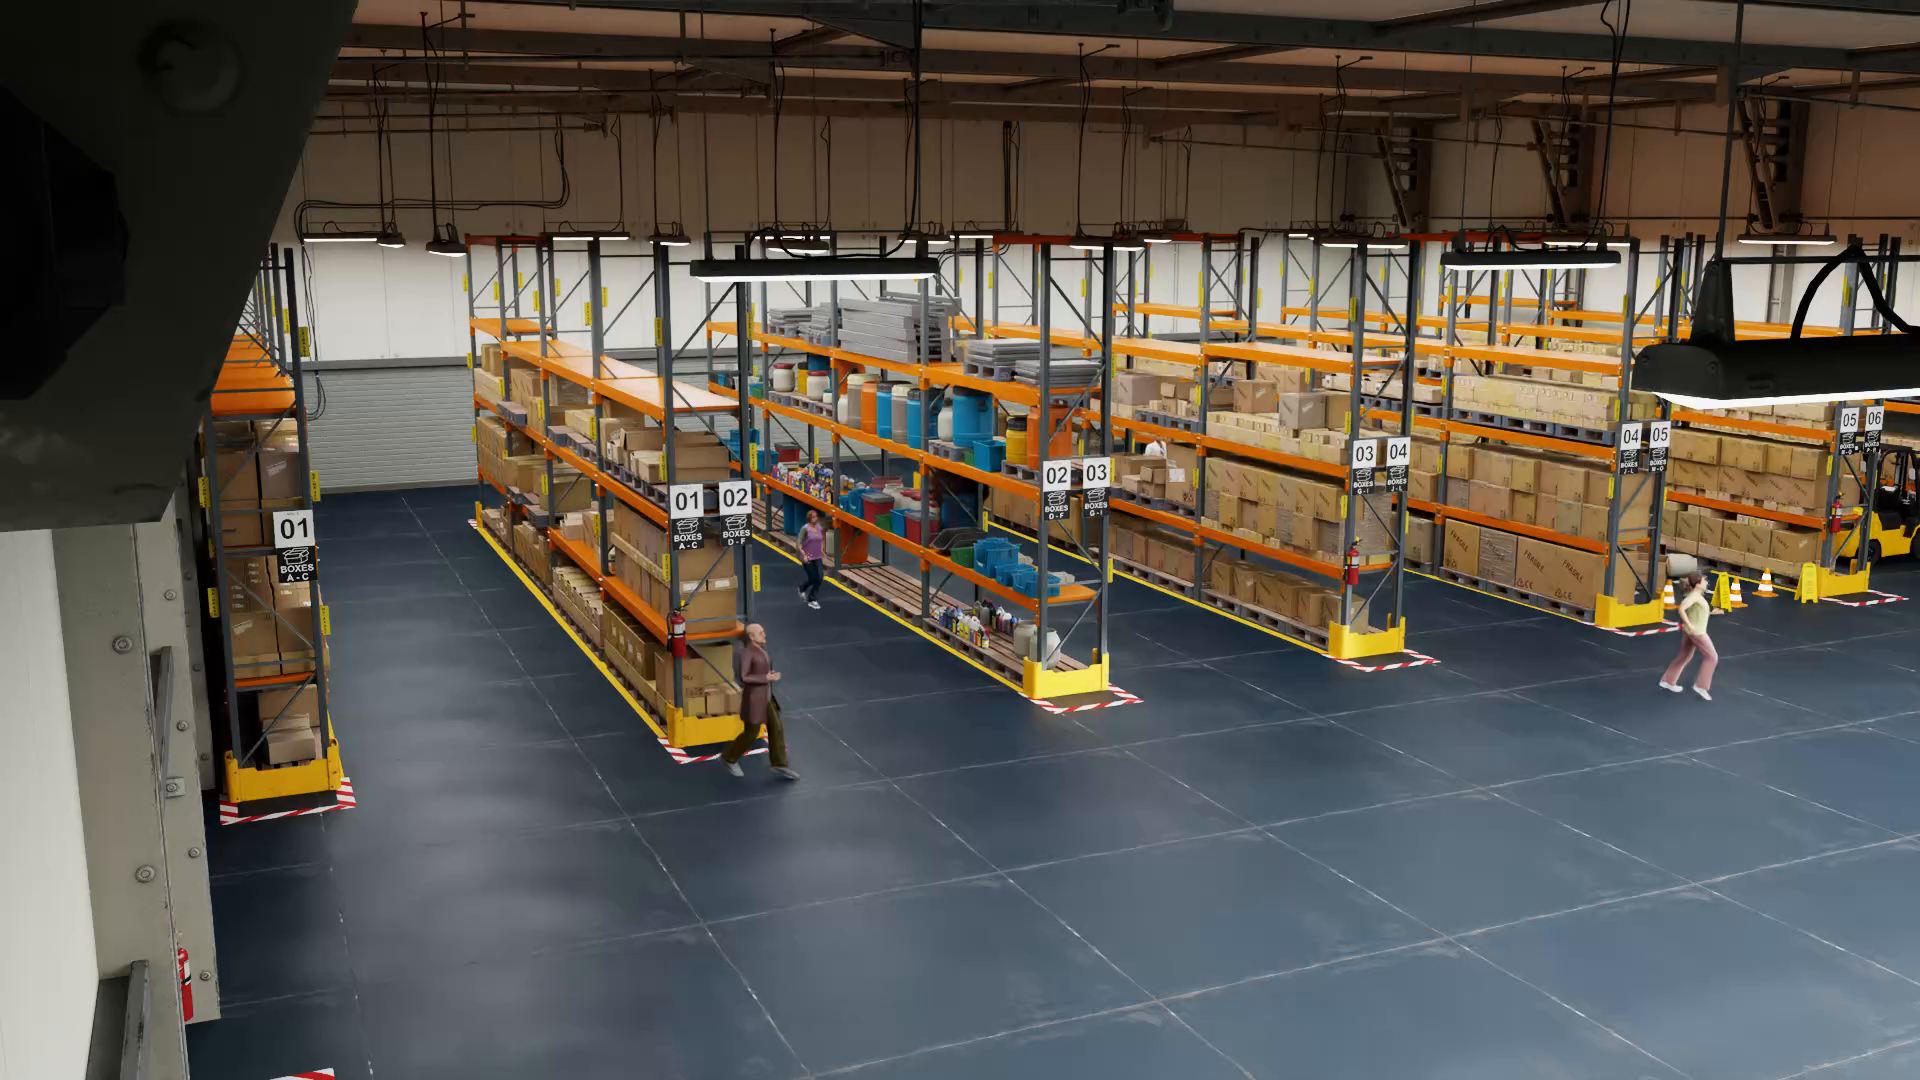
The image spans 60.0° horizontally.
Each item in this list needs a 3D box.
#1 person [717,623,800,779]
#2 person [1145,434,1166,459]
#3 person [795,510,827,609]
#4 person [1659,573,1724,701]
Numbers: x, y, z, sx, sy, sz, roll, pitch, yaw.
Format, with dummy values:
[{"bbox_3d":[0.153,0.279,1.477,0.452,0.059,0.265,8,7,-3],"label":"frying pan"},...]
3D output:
[{"bbox_3d":[-2.300,1.838,18.903,0.946,1.806,0.718,3,11,17],"label":"person"},{"bbox_3d":[4.322,-1.458,36.040,0.725,1.815,0.963,-4,12,-20],"label":"person"},{"bbox_3d":[-2.345,0.284,26.086,0.522,1.560,0.508,-8,14,-37],"label":"person"},{"bbox_3d":[9.760,1.278,22.152,0.730,1.721,0.545,2,11,11],"label":"person"}]
